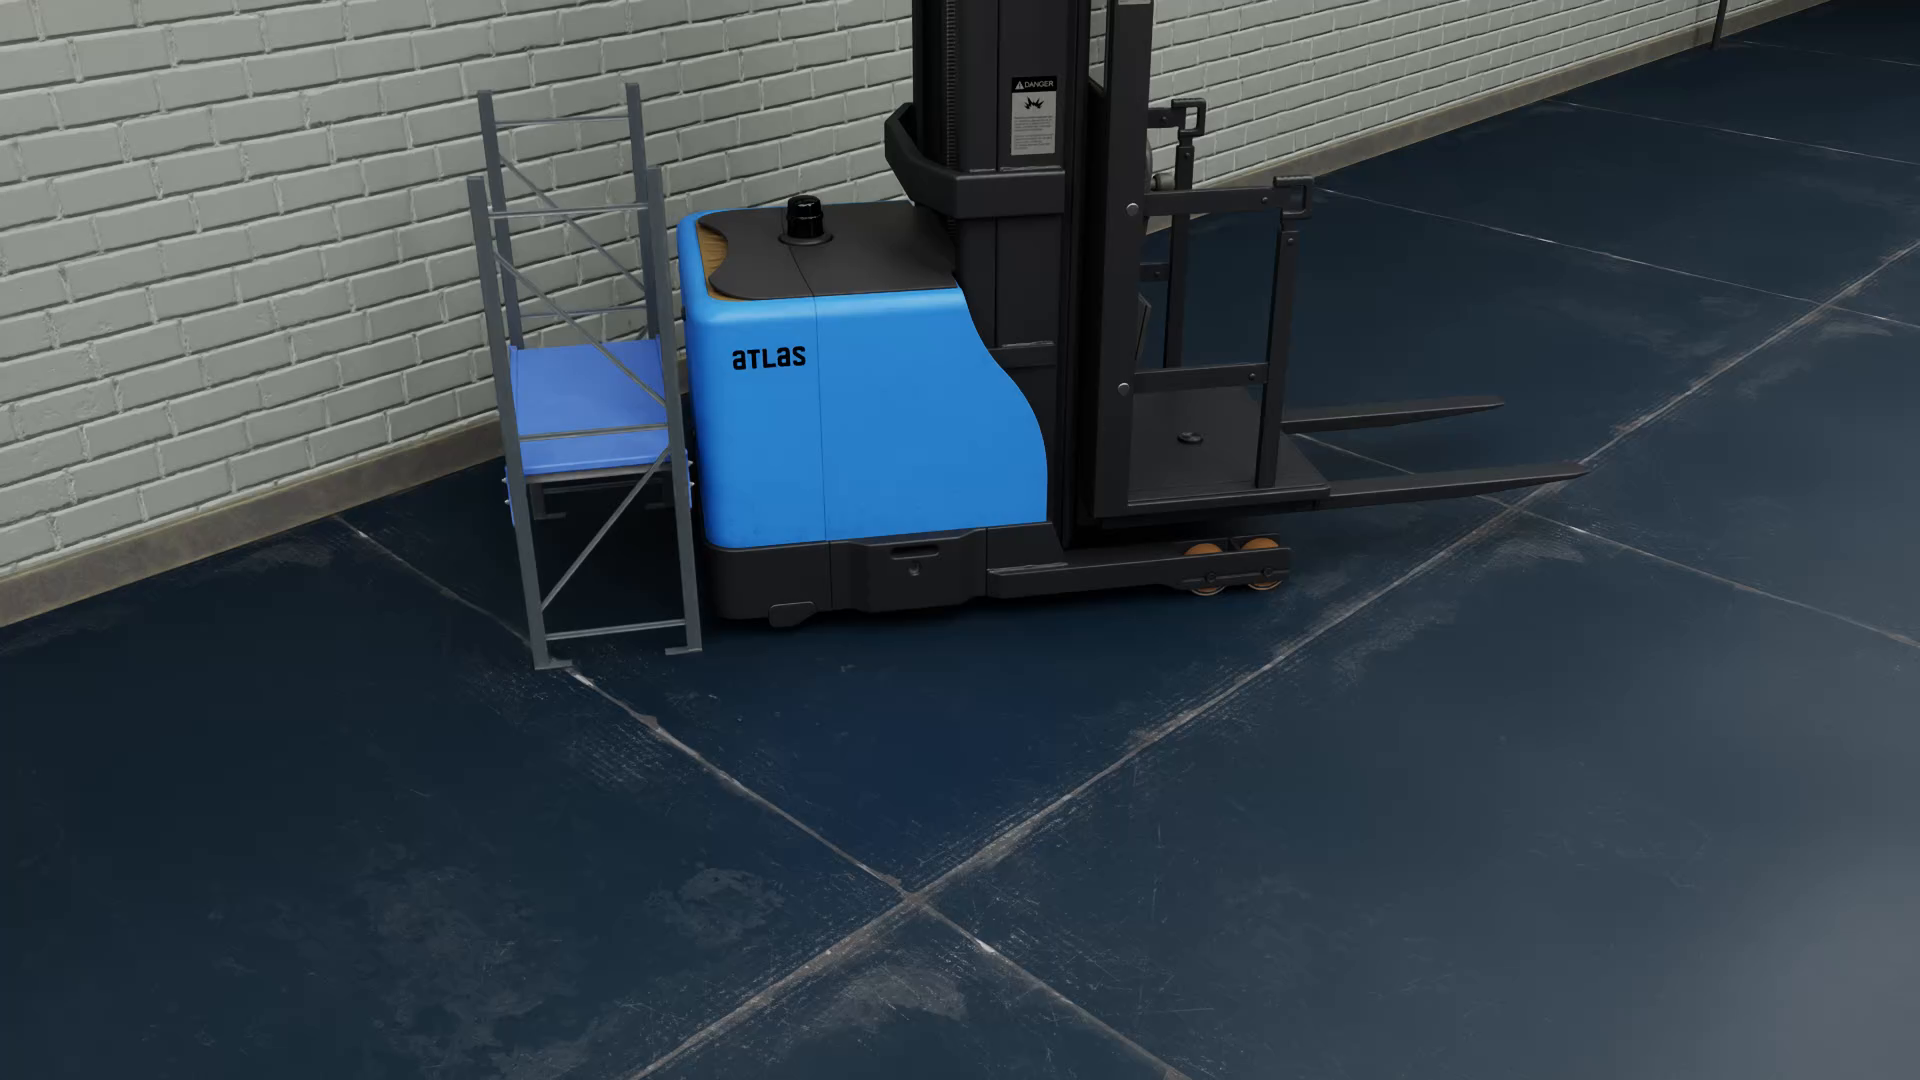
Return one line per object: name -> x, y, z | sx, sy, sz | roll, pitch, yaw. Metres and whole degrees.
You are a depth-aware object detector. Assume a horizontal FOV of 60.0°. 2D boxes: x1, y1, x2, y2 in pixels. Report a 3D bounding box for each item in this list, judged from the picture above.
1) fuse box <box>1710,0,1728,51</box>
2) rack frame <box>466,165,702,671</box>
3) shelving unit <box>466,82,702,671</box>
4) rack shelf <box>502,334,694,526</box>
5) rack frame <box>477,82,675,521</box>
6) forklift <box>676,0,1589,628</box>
fuse box -> 5.972, -4.616, 12.690 | 0.414, 1.711, 0.539 | 25, 36, 38
rack frame -> -1.037, -0.302, 4.713 | 0.500, 1.500, 0.032 | -6, 28, -11
shelving unit -> -1.151, -0.532, 5.151 | 0.538, 1.500, 1.048 | -6, 28, -11
rack shelf -> -1.151, -0.373, 5.235 | 0.538, 0.185, 1.000 | -6, 28, -11
rack frame -> -1.265, -0.763, 5.590 | 0.500, 1.500, 0.032 | -6, 28, -11
forklift -> 0.617, -1.353, 5.174 | 3.031, 2.935, 1.130 | -5, 28, -10
